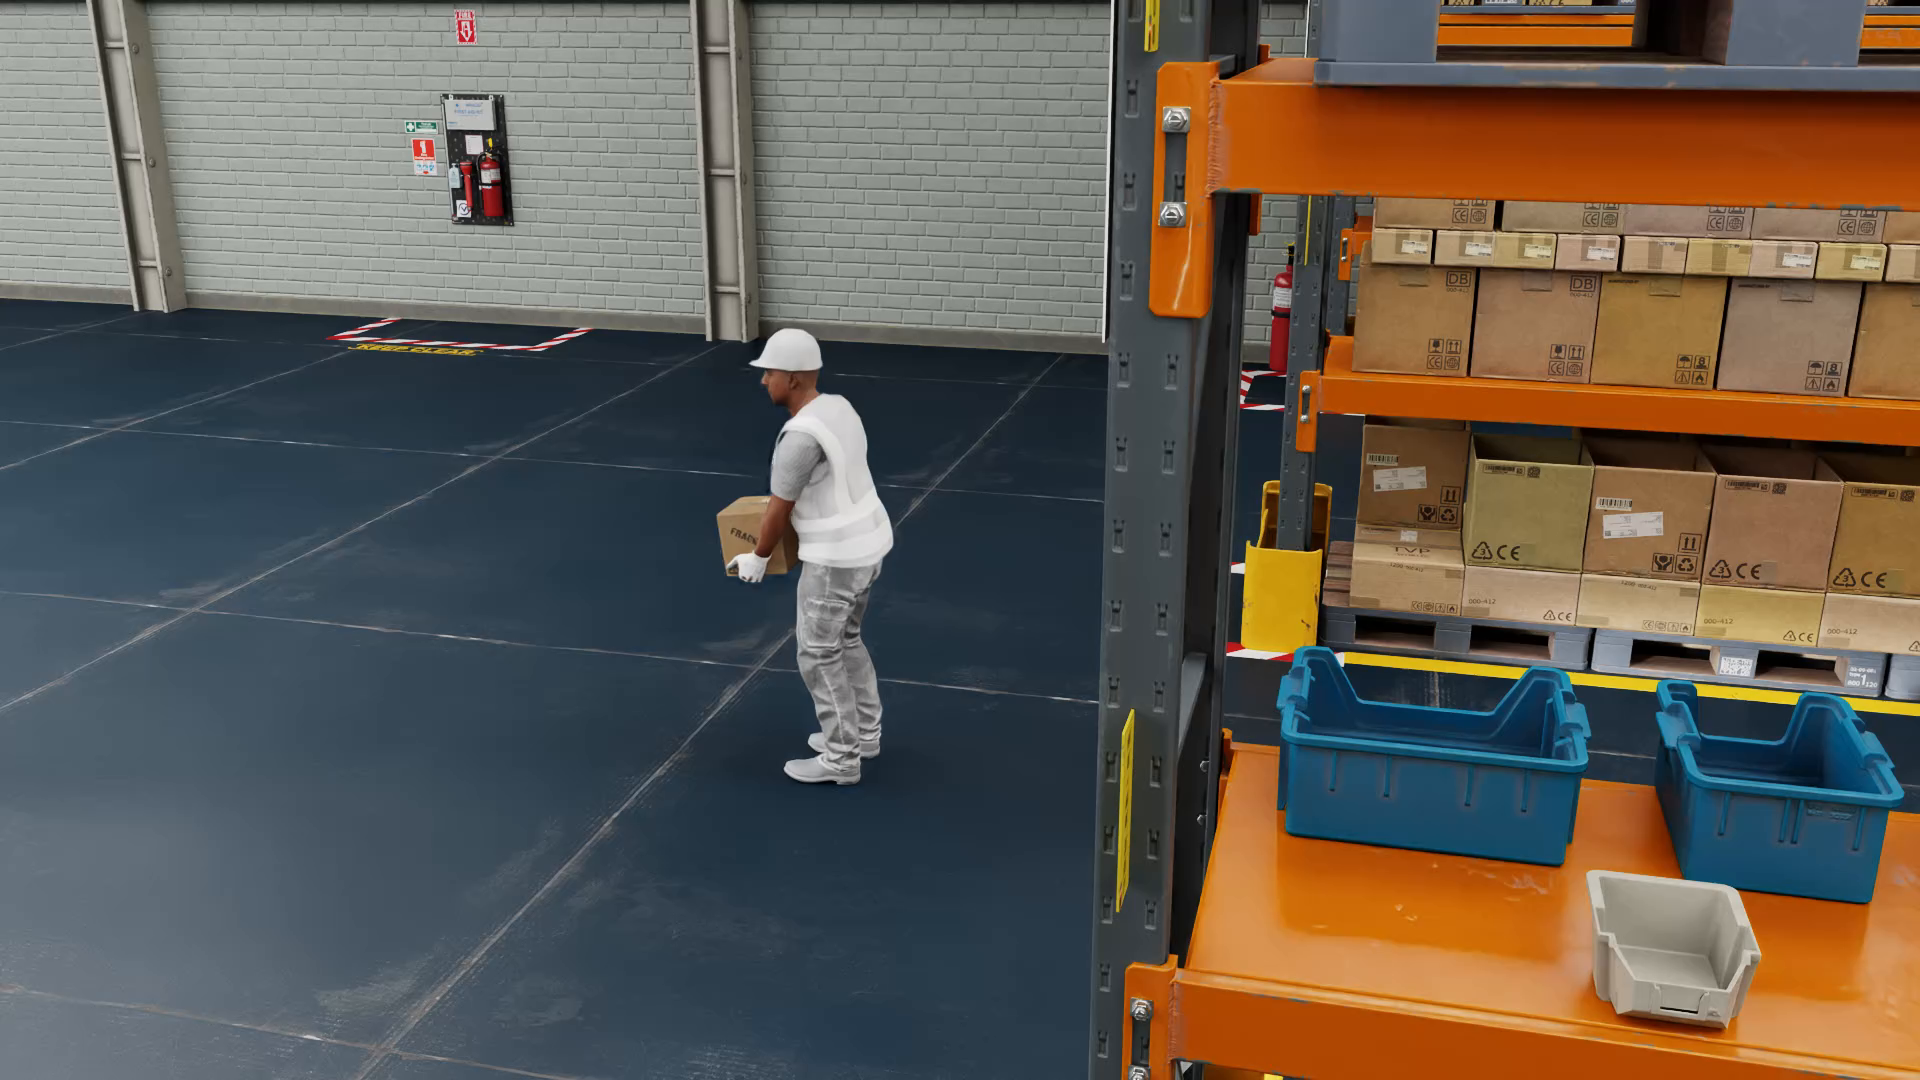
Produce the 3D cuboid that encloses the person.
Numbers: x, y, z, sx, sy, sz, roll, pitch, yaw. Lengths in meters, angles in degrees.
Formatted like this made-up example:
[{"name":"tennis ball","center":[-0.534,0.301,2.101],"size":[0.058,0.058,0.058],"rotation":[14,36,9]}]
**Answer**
[{"name":"person","center":[-0.571,0.062,6.374],"size":[0.603,1.758,0.490],"rotation":[5,19,14]}]
